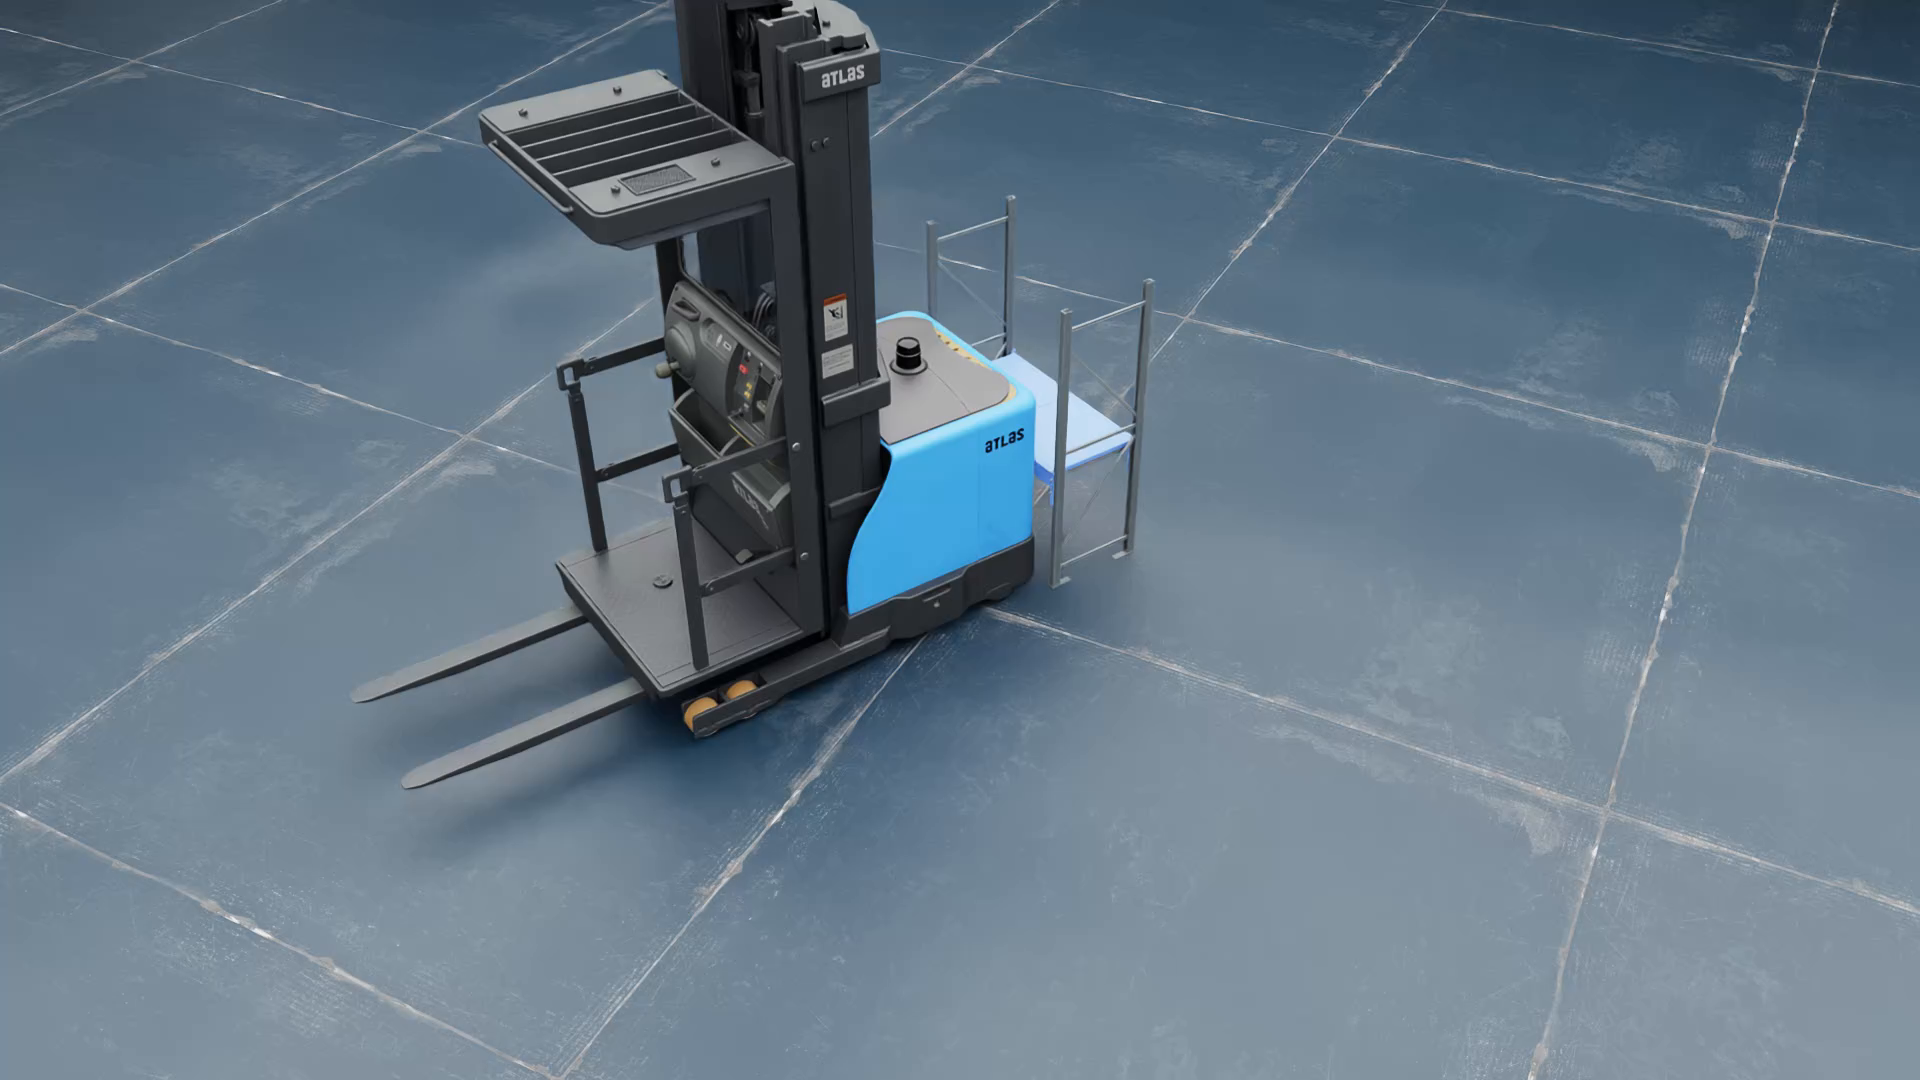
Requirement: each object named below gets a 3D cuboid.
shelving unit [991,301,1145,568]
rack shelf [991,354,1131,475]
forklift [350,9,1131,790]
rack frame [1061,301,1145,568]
[{"bbox_3d":[0.361,-0.700,7.951,0.475,1.308,0.991,-23,43,-27],"label":"shelving unit"},{"bbox_3d":[0.348,-0.605,8.042,0.459,0.062,0.952,-23,43,-27],"label":"rack shelf"},{"bbox_3d":[-8.678,-1.157,6.819,16.119,3.598,10.237,-23,43,-27],"label":"forklift"},{"bbox_3d":[0.642,-0.458,7.633,0.475,1.308,0.013,-23,43,-27],"label":"rack frame"}]
